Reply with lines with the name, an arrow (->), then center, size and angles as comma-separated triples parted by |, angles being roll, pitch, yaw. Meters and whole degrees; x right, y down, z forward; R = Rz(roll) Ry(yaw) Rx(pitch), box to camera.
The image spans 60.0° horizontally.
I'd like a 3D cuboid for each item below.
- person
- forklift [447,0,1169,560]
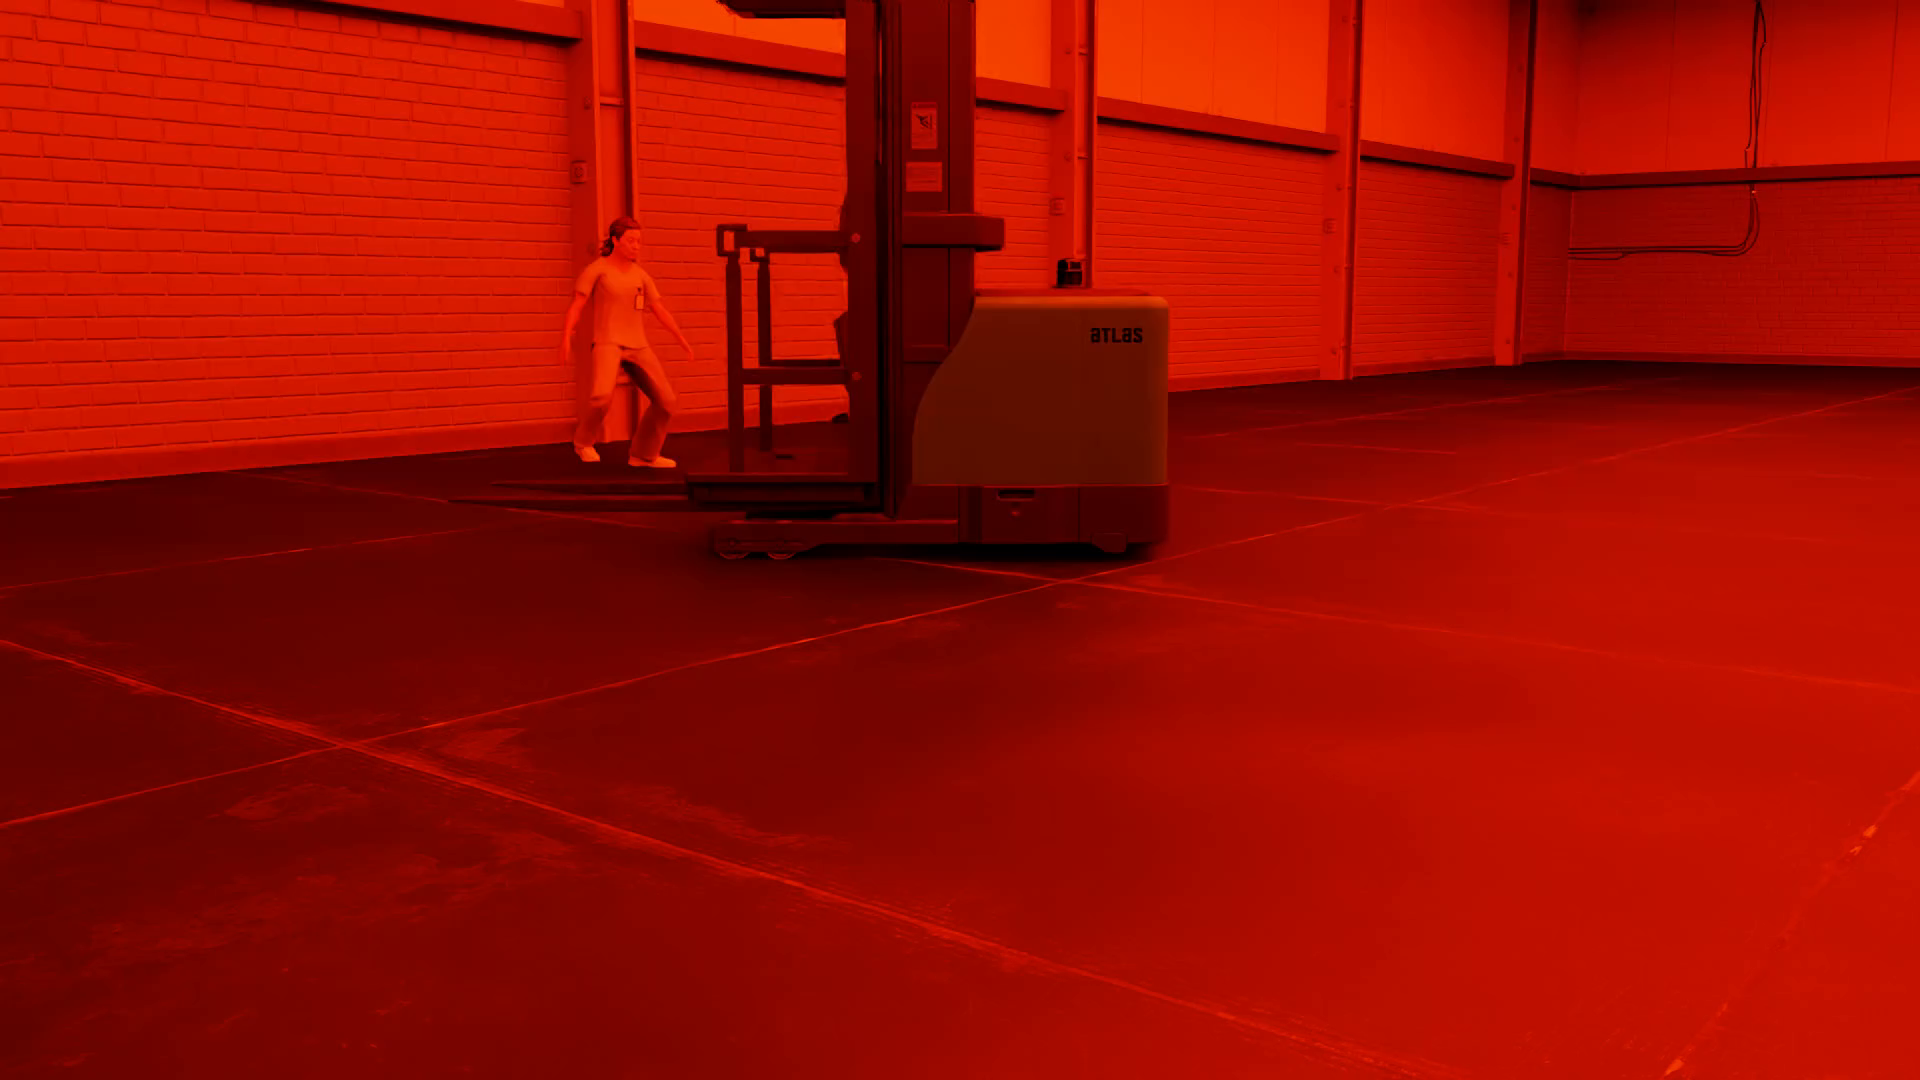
person -> -2.067, -1.191, 10.205 | 0.823, 1.571, 0.585 | -6, 10, -35
forklift -> -0.646, -1.444, 7.148 | 3.031, 2.935, 1.130 | 0, 8, 0
